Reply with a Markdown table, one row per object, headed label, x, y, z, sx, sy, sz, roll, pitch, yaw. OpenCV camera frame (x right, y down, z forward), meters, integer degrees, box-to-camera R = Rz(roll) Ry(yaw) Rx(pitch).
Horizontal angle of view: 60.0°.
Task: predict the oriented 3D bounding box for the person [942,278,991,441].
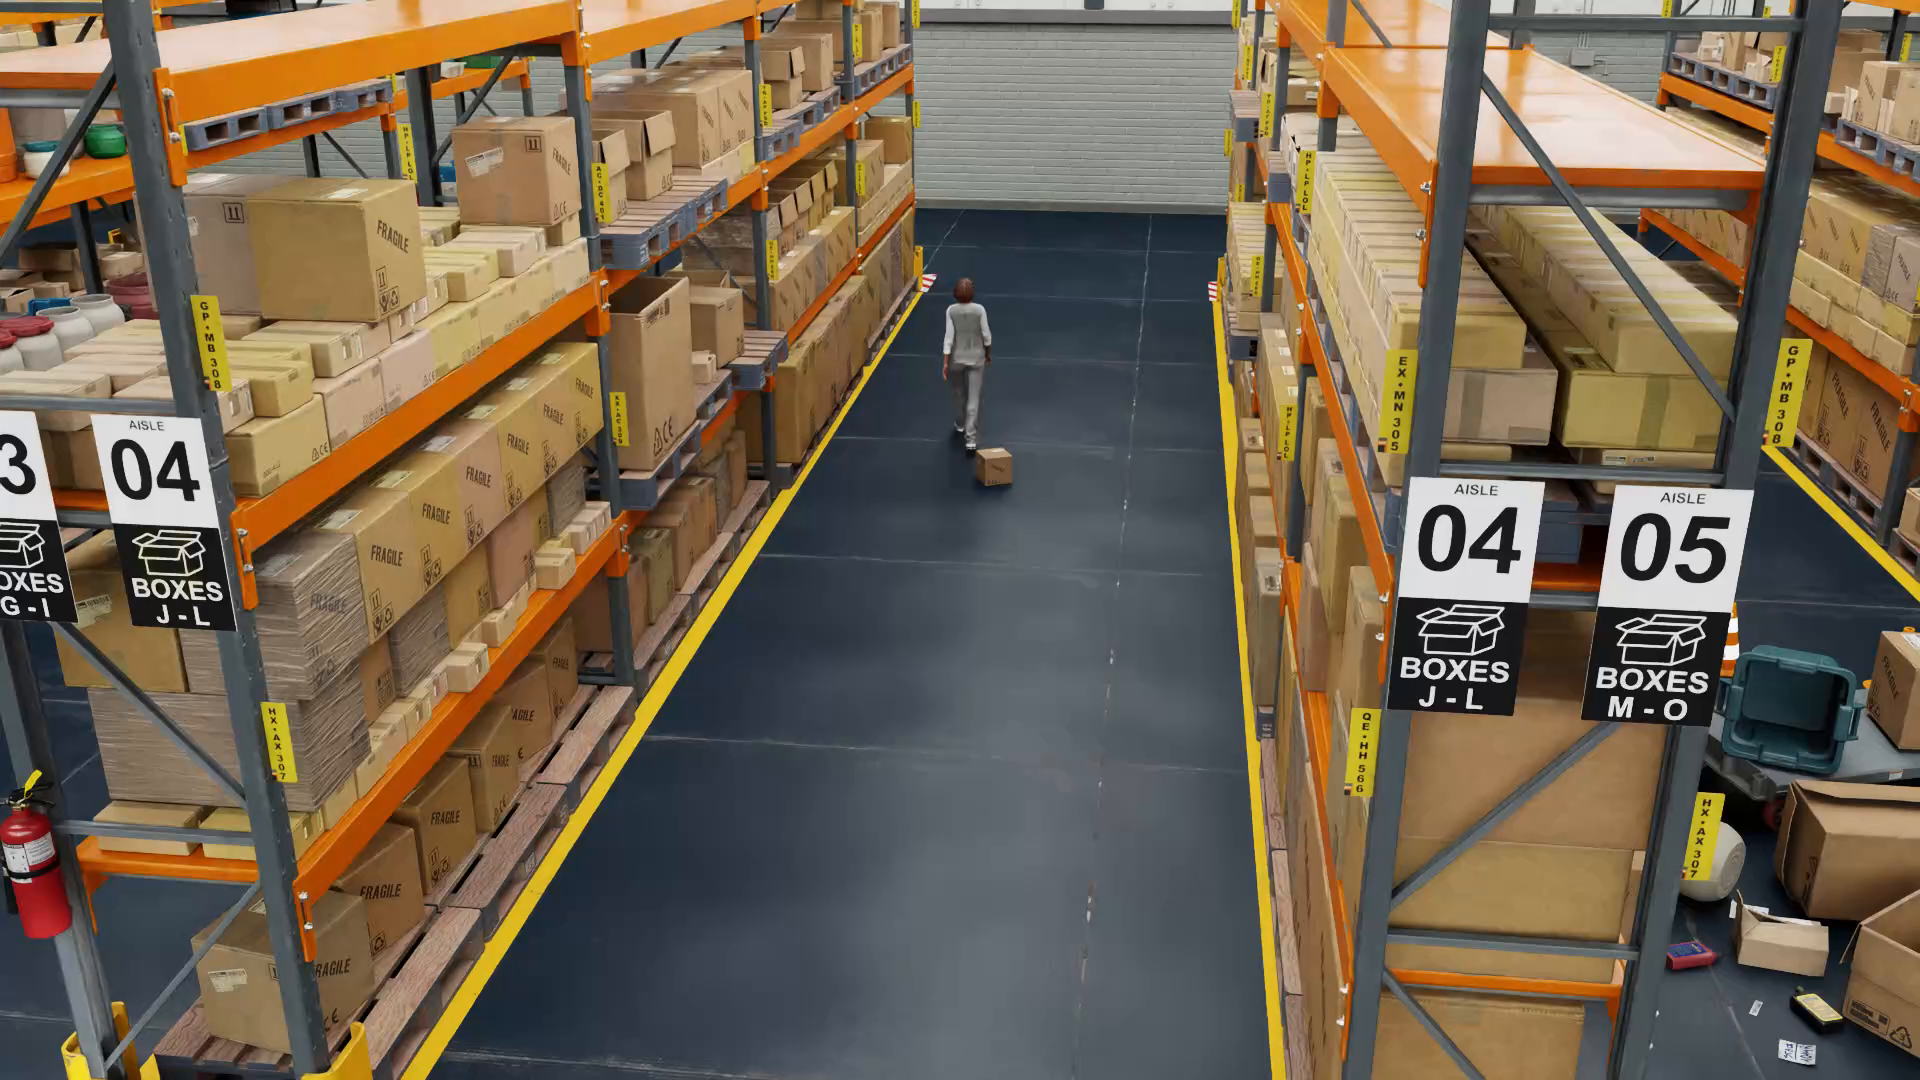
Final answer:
| label | x | y | z | sx | sy | sz | roll | pitch | yaw |
| --- | --- | --- | --- | --- | --- | --- | --- | --- | --- |
| person | 0.060 | -1.667 | 15.259 | 0.425 | 1.499 | 0.769 | 2 | 22 | 5 |
